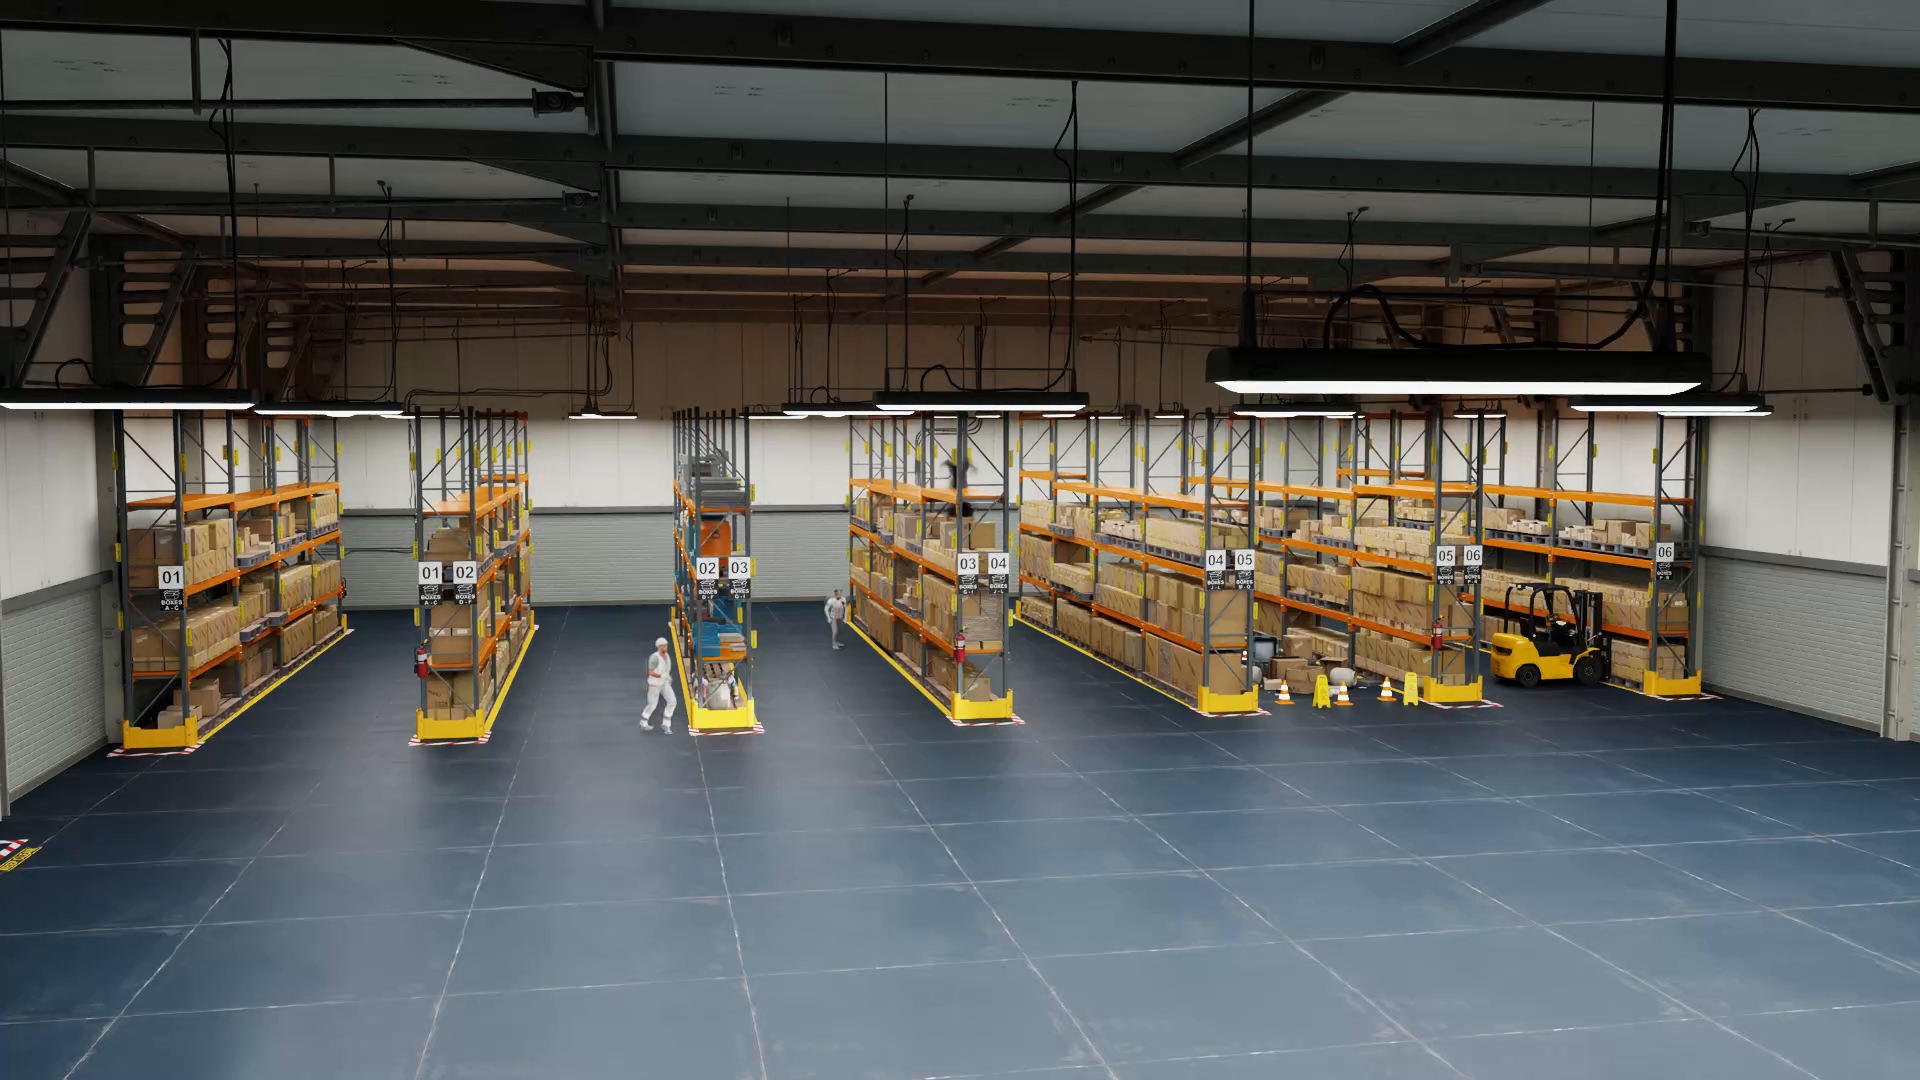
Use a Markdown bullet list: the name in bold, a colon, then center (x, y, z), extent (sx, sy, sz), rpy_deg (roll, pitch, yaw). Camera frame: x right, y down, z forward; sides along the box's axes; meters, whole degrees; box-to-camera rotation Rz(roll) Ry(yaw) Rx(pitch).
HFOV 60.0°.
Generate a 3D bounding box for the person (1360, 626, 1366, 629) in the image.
- **person**: center (10.378, 1.911, 41.862), extent (0.666, 1.710, 1.000), rpy_deg (-1, 4, -19)

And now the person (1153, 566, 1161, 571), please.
- **person**: center (5.585, 1.574, 46.489), extent (0.709, 1.696, 0.962), rpy_deg (-3, 5, -40)

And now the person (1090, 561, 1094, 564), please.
- **person**: center (3.993, 1.418, 49.042), extent (0.861, 1.648, 0.565), rpy_deg (2, 5, 32)

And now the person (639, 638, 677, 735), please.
- **person**: center (-5.507, 2.686, 30.448), extent (0.864, 1.819, 0.584), rpy_deg (3, 5, 35)

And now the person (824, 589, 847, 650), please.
- **person**: center (-3.136, 1.968, 41.897), extent (0.646, 1.552, 0.792), rpy_deg (-2, 5, -30)
